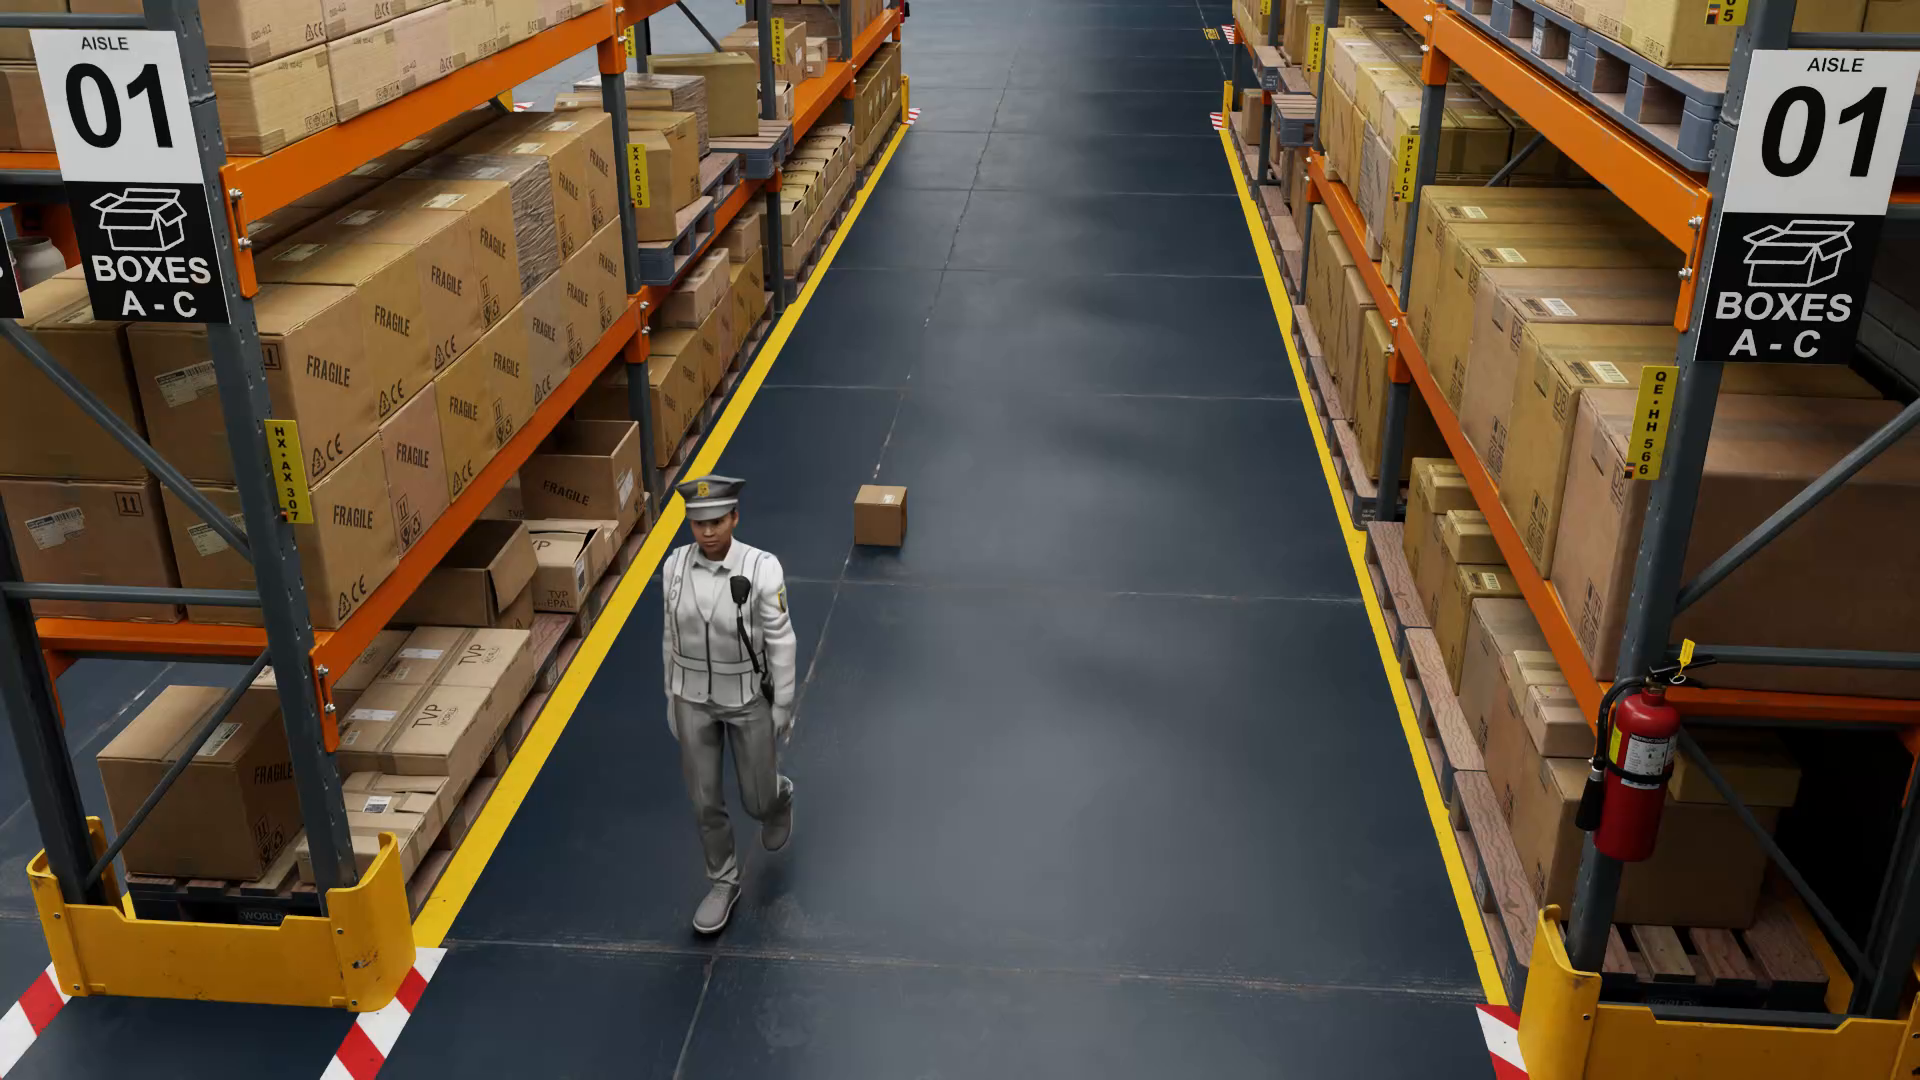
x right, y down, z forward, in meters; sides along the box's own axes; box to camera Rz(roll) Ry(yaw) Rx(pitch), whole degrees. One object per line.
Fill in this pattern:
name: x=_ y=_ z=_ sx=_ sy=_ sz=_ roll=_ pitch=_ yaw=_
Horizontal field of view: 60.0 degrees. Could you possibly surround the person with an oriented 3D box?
person: x=-0.813 y=0.294 z=5.722 sx=0.486 sy=0.618 sz=0.301 roll=4 pitch=25 yaw=9
